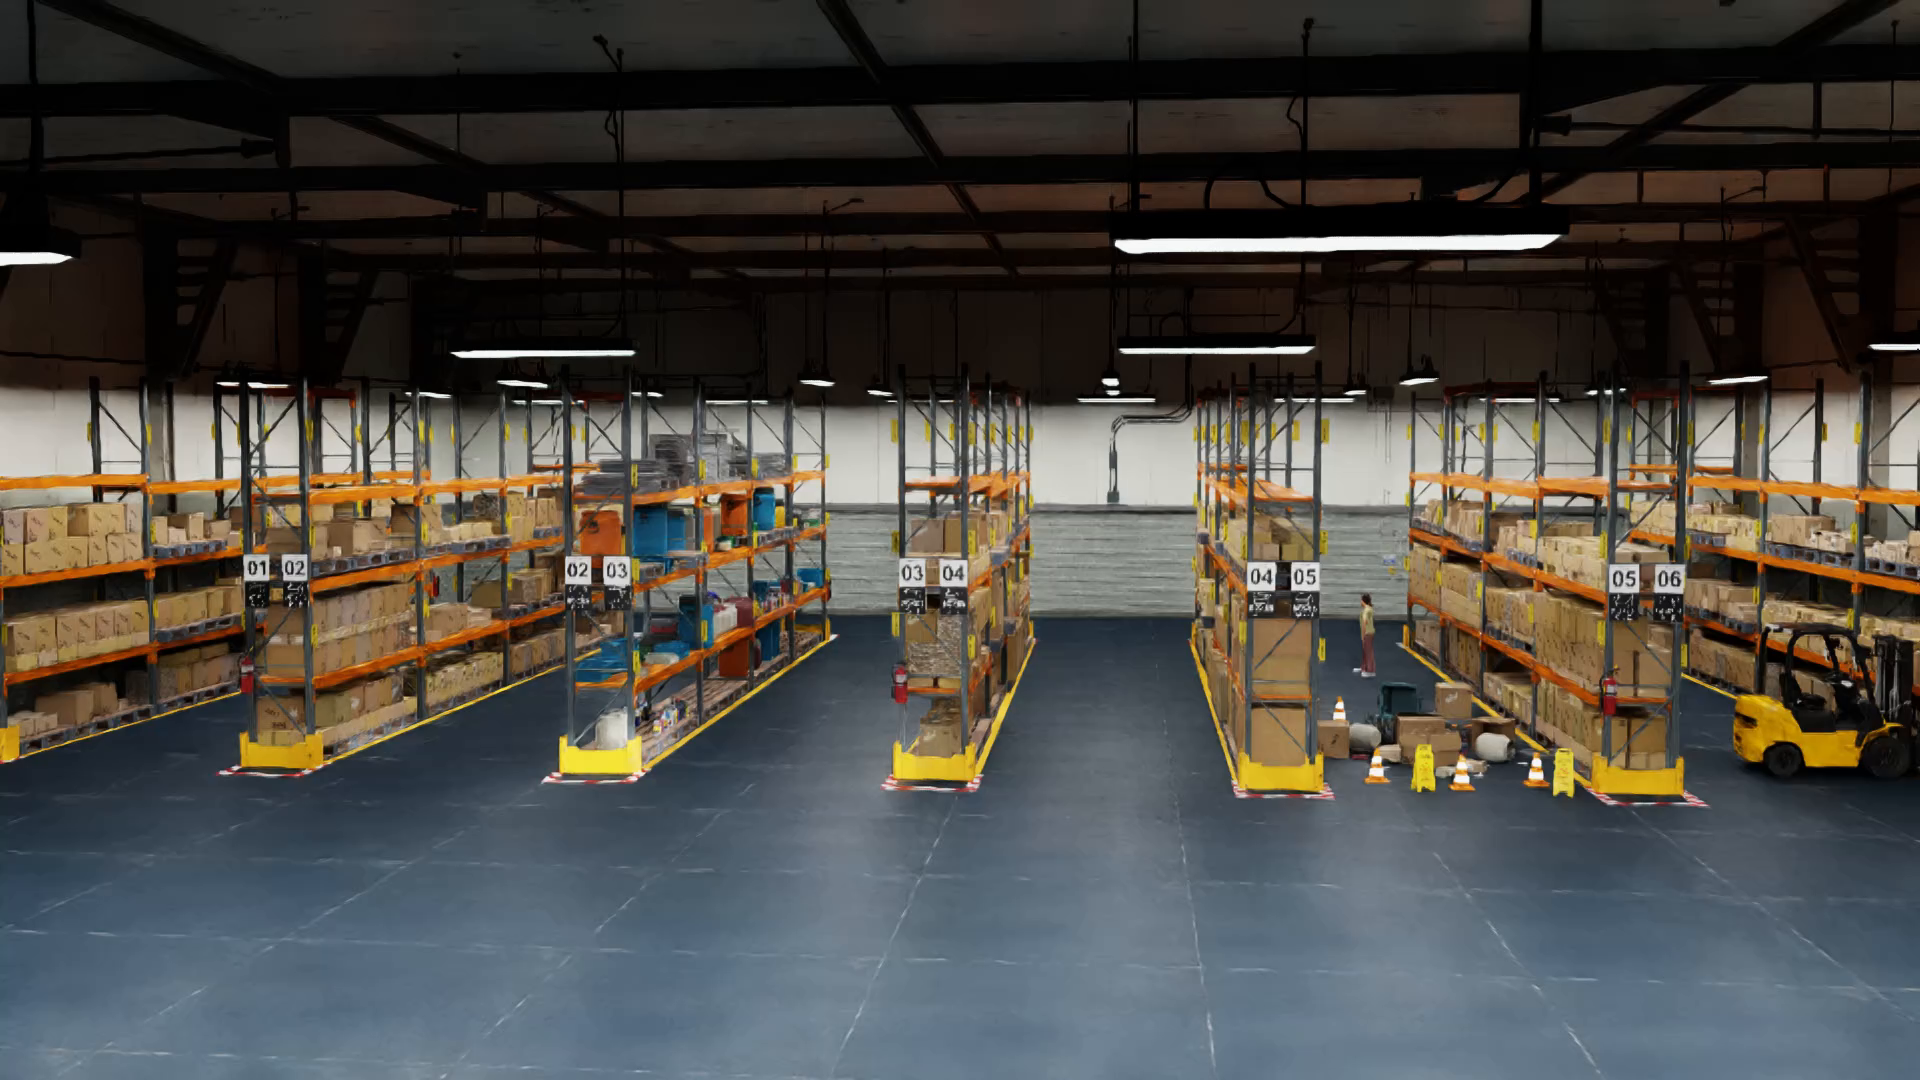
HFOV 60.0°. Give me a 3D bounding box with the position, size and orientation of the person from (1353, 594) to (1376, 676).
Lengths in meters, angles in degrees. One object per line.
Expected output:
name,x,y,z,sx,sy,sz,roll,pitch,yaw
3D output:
person,8.360,1.950,34.312,0.541,1.670,0.535,2,4,29

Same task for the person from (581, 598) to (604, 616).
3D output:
person,-9.296,1.432,42.290,0.670,1.709,0.737,2,4,31

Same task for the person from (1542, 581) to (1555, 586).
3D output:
person,14.074,1.639,39.767,0.642,1.636,0.641,-2,4,-28

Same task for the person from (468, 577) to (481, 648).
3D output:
person,-11.256,1.676,38.871,0.507,1.648,0.574,-1,4,-15

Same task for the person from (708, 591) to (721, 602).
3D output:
person,-5.893,1.741,38.618,0.576,1.574,0.873,1,4,12
